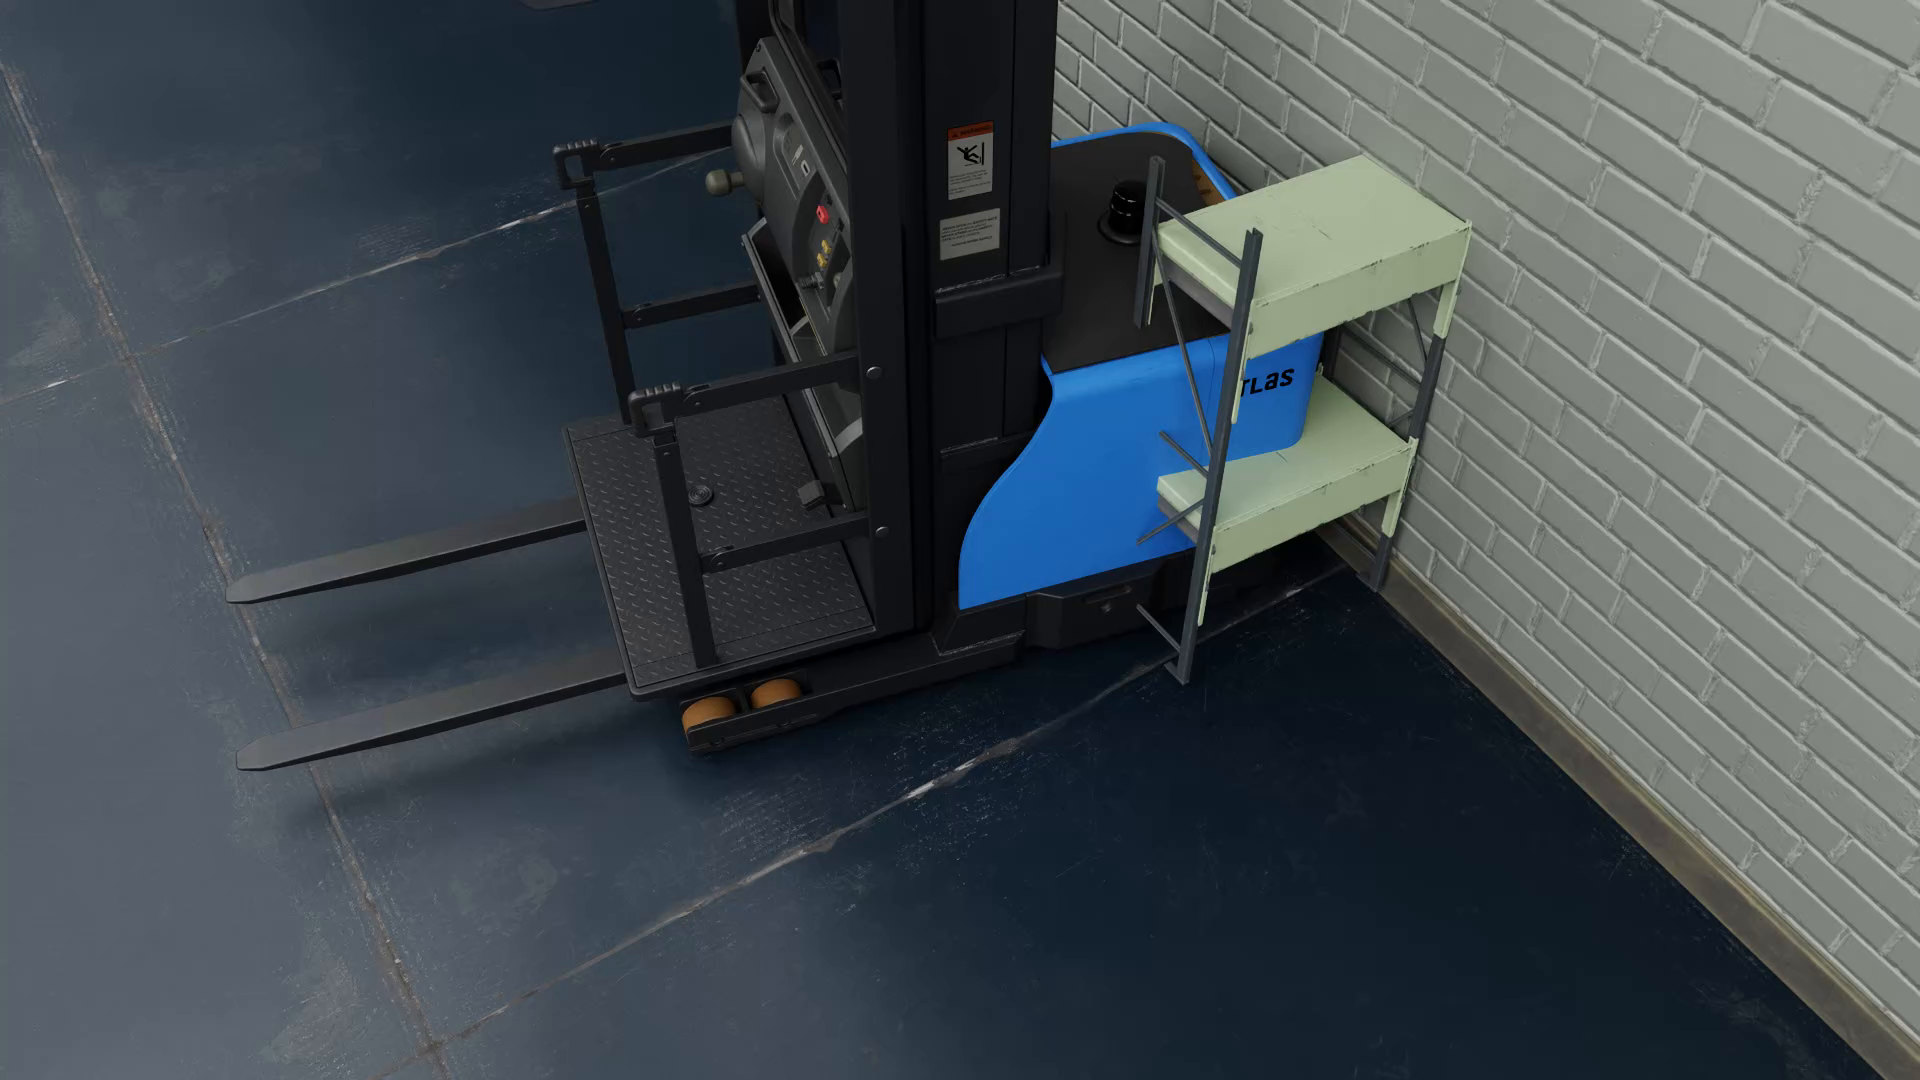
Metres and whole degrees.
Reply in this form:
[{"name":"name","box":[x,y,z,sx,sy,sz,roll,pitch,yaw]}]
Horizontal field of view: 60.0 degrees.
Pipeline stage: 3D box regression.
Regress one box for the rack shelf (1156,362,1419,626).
[{"name":"rack shelf","box":[0.860,-0.142,4.734,0.720,0.370,0.431,-22,48,-23]}]

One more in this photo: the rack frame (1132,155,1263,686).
[{"name":"rack frame","box":[0.554,-0.253,4.367,0.023,1.500,0.400,-22,48,-23]}]

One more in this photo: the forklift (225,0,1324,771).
[{"name":"forklift","box":[-0.595,-0.822,4.019,3.031,2.935,1.130,-14,50,-13]}]

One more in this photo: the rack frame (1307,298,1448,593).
[{"name":"rack frame","box":[1.177,-0.507,4.656,0.023,1.500,0.400,-22,48,-23]}]

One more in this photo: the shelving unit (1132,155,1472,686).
[{"name":"shelving unit","box":[0.866,-0.380,4.511,0.755,1.500,0.431,-22,48,-23]}]

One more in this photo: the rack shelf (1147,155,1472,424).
[{"name":"rack shelf","box":[0.873,-0.665,4.245,0.720,0.370,0.431,-22,48,-23]}]
